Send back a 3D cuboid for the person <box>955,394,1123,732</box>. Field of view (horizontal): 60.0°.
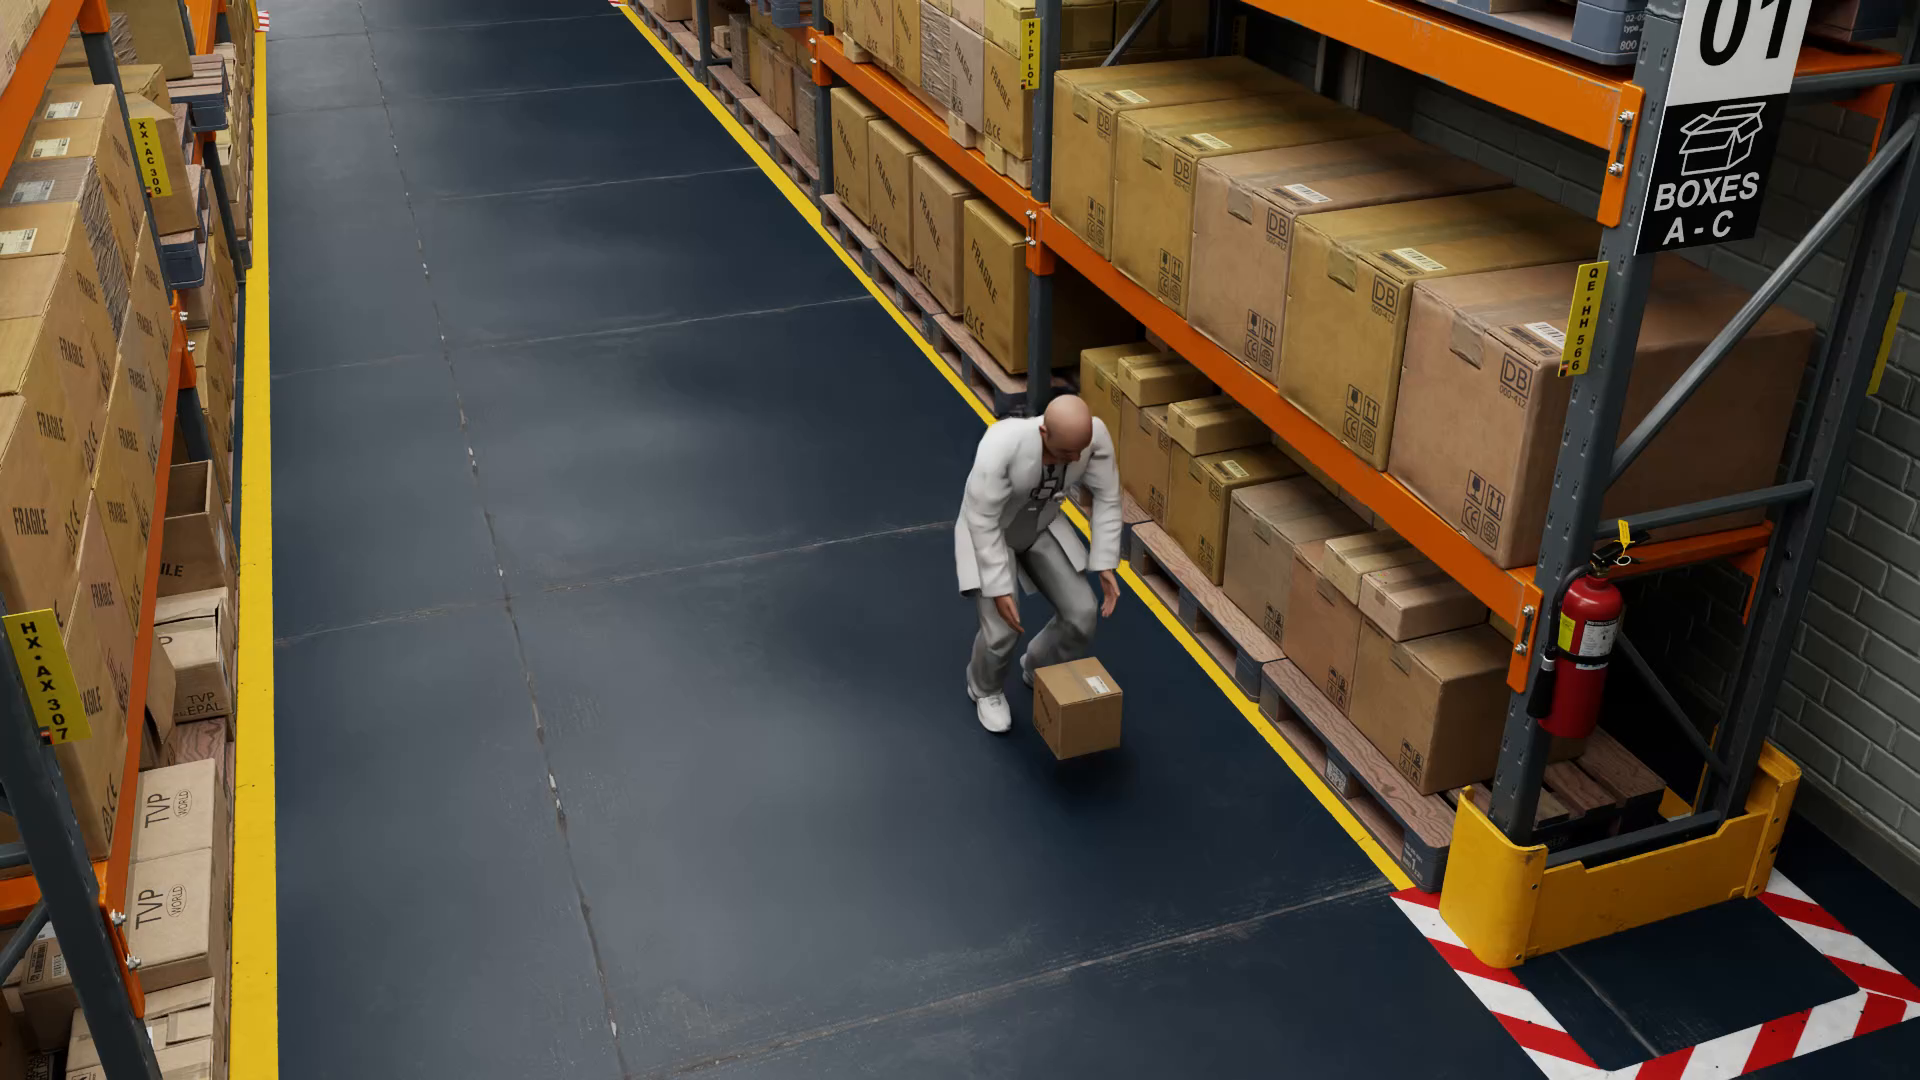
[{"bbox_3d":[0.291,0.034,6.388,0.631,1.483,0.680,-10,31,-18],"label":"person"}]
